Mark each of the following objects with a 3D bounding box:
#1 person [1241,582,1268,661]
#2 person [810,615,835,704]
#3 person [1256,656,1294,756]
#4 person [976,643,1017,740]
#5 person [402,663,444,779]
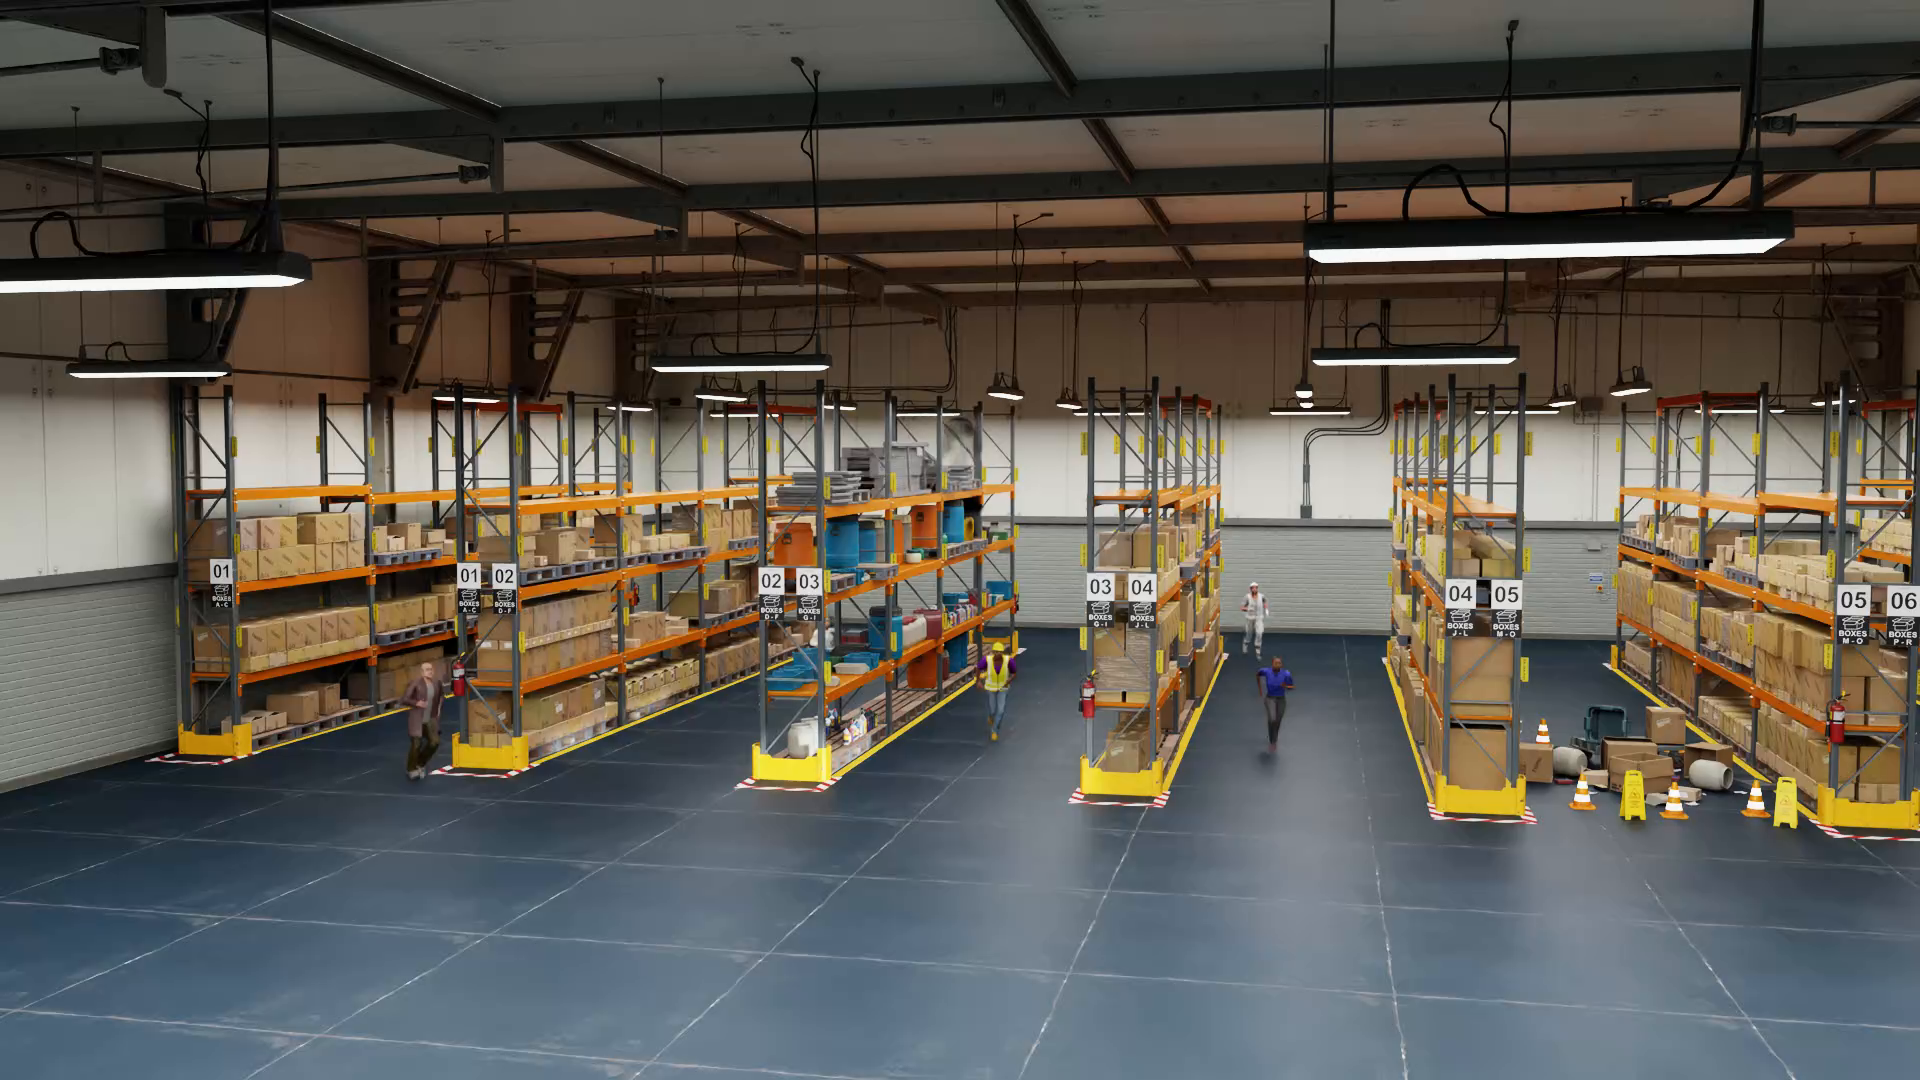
[{"bbox_3d":[6.960,1.901,39.371,0.672,1.813,0.983,0,3,0],"label":"person"},{"bbox_3d":[-2.661,2.327,32.801,0.583,1.747,0.801,0,3,1],"label":"person"},{"bbox_3d":[5.142,2.676,27.165,0.568,1.628,0.901,0,3,0],"label":"person"},{"bbox_3d":[0.629,2.580,28.514,0.692,1.688,0.766,0,3,-7],"label":"person"},{"bbox_3d":[-8.033,2.719,25.077,0.716,1.731,0.692,-3,4,-39],"label":"person"}]
